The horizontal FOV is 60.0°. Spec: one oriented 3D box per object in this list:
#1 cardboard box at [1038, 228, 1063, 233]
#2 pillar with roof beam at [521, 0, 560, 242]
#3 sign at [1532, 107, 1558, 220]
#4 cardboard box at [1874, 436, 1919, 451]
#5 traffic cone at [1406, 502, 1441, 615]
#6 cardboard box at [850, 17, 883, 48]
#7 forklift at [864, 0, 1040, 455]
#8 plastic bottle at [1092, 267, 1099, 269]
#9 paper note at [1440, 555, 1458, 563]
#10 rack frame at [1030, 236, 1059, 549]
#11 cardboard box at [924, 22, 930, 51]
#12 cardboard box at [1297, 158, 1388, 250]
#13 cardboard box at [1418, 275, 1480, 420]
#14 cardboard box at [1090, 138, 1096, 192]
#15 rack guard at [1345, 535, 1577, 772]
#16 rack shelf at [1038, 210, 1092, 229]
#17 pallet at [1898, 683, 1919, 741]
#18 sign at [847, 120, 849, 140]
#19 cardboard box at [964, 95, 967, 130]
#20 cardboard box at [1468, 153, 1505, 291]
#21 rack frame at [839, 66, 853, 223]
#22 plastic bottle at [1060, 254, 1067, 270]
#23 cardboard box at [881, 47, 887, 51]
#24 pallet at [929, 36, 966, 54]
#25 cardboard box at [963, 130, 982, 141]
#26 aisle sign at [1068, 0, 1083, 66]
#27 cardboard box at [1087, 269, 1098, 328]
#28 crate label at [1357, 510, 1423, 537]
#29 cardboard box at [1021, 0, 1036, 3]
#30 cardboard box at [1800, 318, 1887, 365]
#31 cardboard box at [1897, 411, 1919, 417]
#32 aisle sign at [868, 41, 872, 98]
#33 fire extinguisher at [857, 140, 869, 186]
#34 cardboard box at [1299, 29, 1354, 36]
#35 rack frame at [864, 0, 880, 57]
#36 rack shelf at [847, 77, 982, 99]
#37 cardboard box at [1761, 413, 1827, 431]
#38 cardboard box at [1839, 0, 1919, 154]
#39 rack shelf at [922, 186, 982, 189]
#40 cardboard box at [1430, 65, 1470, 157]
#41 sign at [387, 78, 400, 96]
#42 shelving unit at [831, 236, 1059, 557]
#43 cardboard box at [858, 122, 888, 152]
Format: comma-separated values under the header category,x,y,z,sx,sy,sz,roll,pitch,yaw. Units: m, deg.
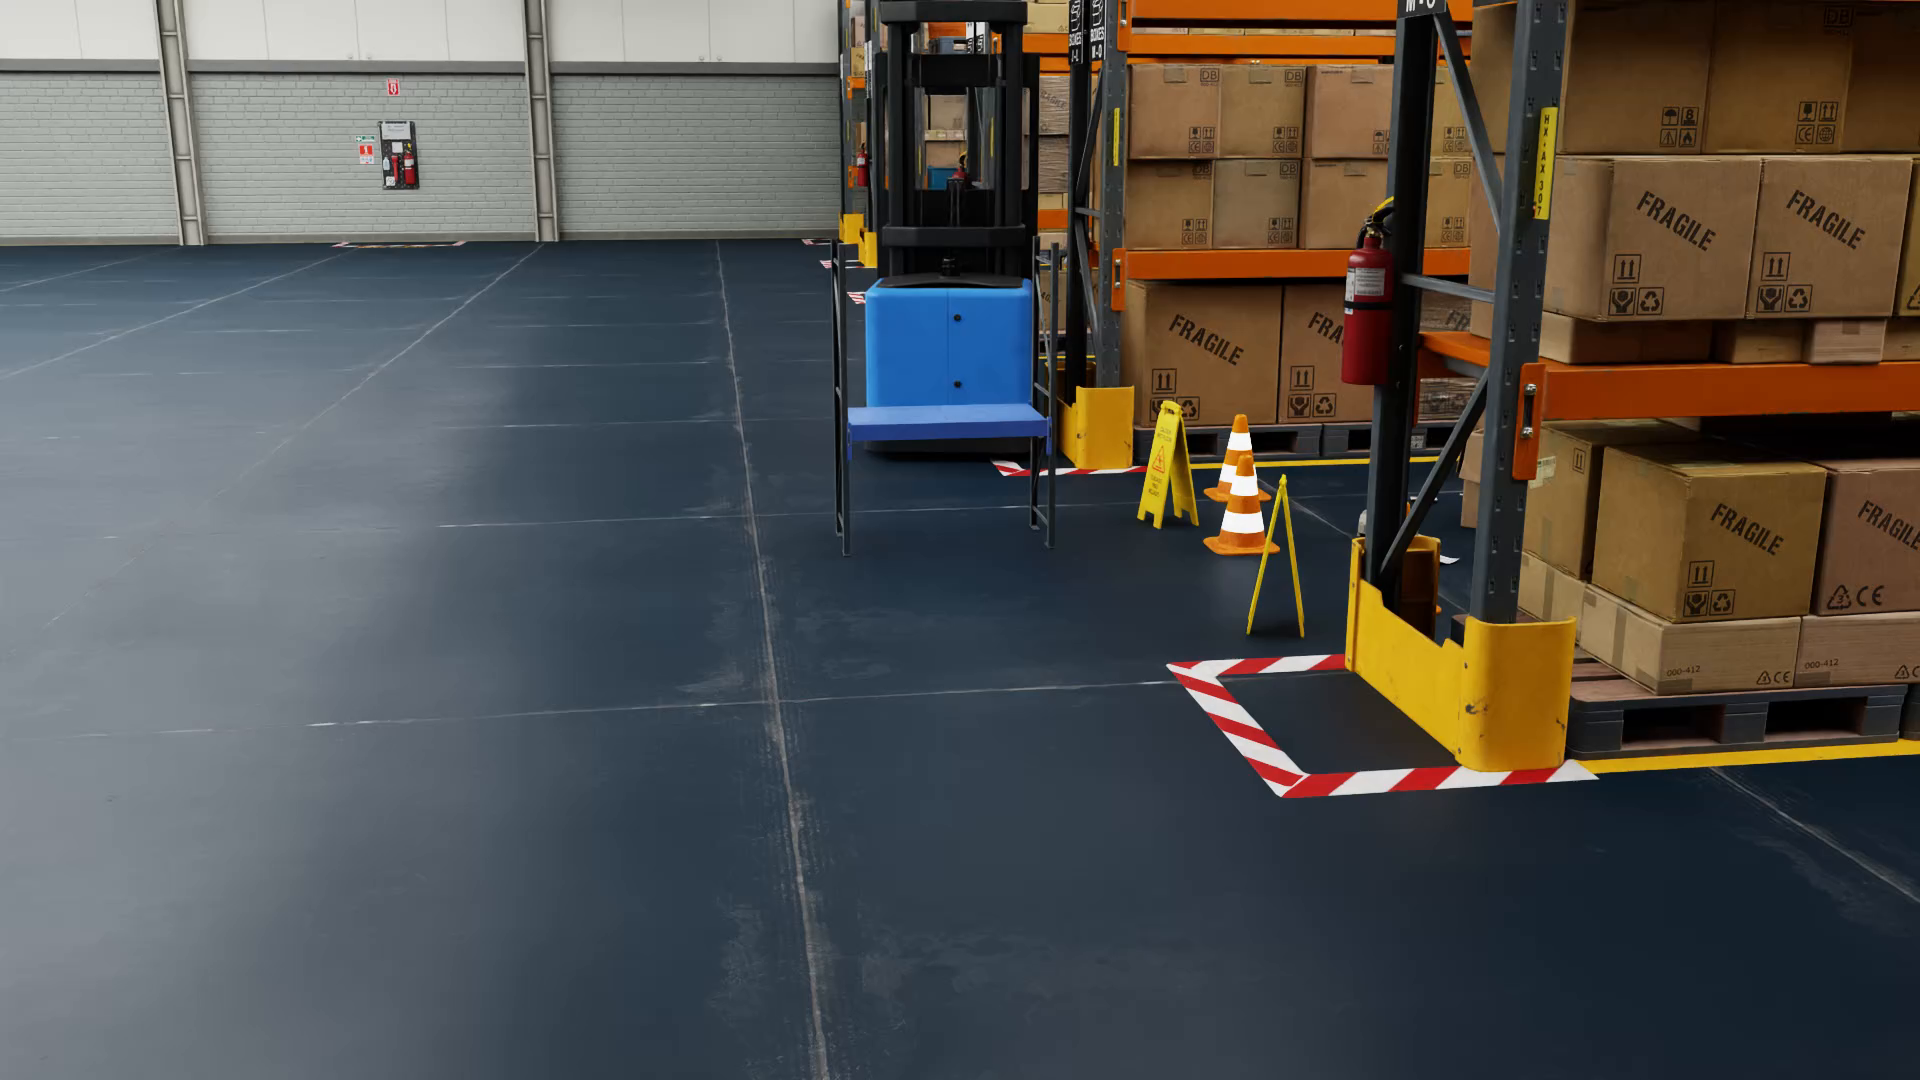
category,x,y,z,sx,sy,sz,roll,pitch,yaw
cardboard box,1.263,-4.882,24.979,0.500,0.500,0.500,-2,14,-8
pillar with roof beam,-6.746,-8.689,24.578,0.400,9.000,9.100,-2,14,-8
sign,1.753,-1.129,4.989,0.005,0.325,0.100,-2,14,-8
cardboard box,3.548,-0.074,5.807,0.500,0.500,0.500,-2,14,-7
traffic cone,1.905,0.065,7.223,0.334,0.463,0.336,-2,14,-8
cardboard box,-1.601,-8.752,28.695,0.500,0.500,0.500,-3,14,-12
forklift,-0.007,-2.260,11.418,1.130,2.935,3.031,1,14,3
plastic bottle,1.636,-3.308,20.162,0.097,0.271,0.097,0,14,0
paper note,2.311,0.087,8.022,0.142,0.019,0.148,-8,16,-28
rack frame,0.418,-0.743,8.310,0.032,1.500,0.500,-2,14,-8
cardboard box,-0.707,-7.403,24.256,0.637,0.503,0.797,-1,14,-4
cardboard box,2.308,-2.139,10.488,0.550,0.550,0.875,-2,14,-8
cardboard box,3.267,-1.306,10.976,0.875,0.875,0.875,-2,14,-8
cardboard box,1.221,-3.477,15.312,0.500,0.500,0.875,-2,14,-8
rack guard,1.747,0.370,5.930,0.348,0.500,1.175,-2,14,-8
rack shelf,2.174,-2.947,15.497,4.000,0.370,1.077,-2,14,-8
pallet,3.760,0.445,6.222,1.213,0.211,1.003,-2,14,-8
sign,-1.937,-7.088,28.747,0.005,0.325,0.100,-2,14,-8
cardboard box,0.257,-6.339,24.670,0.500,0.500,0.700,-2,14,-8
cardboard box,2.168,-1.119,5.909,0.500,0.500,0.500,-2,14,-9
rack frame,-2.018,-6.798,29.373,0.127,3.000,1.000,-2,14,-8
plastic bottle,1.322,-3.492,20.868,0.133,0.283,0.061,-2,14,-7
cardboard box,-1.113,-8.274,28.845,0.500,0.500,0.500,-1,14,-5
pallet,0.291,-5.785,19.555,1.213,0.211,1.003,-2,14,-8
cardboard box,0.165,-5.970,24.532,0.250,0.149,0.380,-3,14,-10
aisle sign,0.720,-3.358,10.310,0.004,0.787,0.394,-2,14,-8
cardboard box,1.402,-2.264,15.567,0.500,0.500,0.500,2,14,6
crate label,2.172,-0.076,8.451,0.298,0.136,0.250,-11,18,-37
cardboard box,0.503,-4.754,14.543,0.250,0.149,0.380,-2,14,-9
cardboard box,2.819,-0.682,5.499,0.250,0.149,0.380,-2,14,-7
cardboard box,3.964,-0.222,6.397,0.500,0.500,0.500,-1,14,-5
aisle sign,-1.295,-6.792,24.003,0.004,0.787,0.394,-2,14,-8
fire extinguisher,-1.462,-5.677,25.060,0.183,0.674,0.296,-2,14,-8
cardboard box,3.221,-4.655,14.970,0.500,0.250,0.500,-2,14,-7
rack frame,-1.276,-8.517,23.892,0.127,3.000,1.000,-2,14,-8
rack shelf,-0.040,-7.977,29.385,4.000,0.370,1.077,-2,14,-8
cardboard box,3.028,-0.518,6.245,0.250,0.149,0.380,-2,14,-7
cardboard box,3.136,-1.649,5.967,0.500,0.500,0.700,-2,14,-9
rack shelf,1.436,-4.139,20.247,4.000,0.370,1.077,-2,14,-8
cardboard box,2.817,-2.708,10.535,0.500,0.550,0.875,-2,14,-8
sign,-9.860,-7.882,28.929,0.199,0.298,0.001,-2,14,-8
shelving unit,-0.084,-0.724,8.237,1.048,1.500,0.538,-2,14,-8
cardboard box,-1.501,-7.044,29.078,0.500,0.500,0.500,-2,14,-8
